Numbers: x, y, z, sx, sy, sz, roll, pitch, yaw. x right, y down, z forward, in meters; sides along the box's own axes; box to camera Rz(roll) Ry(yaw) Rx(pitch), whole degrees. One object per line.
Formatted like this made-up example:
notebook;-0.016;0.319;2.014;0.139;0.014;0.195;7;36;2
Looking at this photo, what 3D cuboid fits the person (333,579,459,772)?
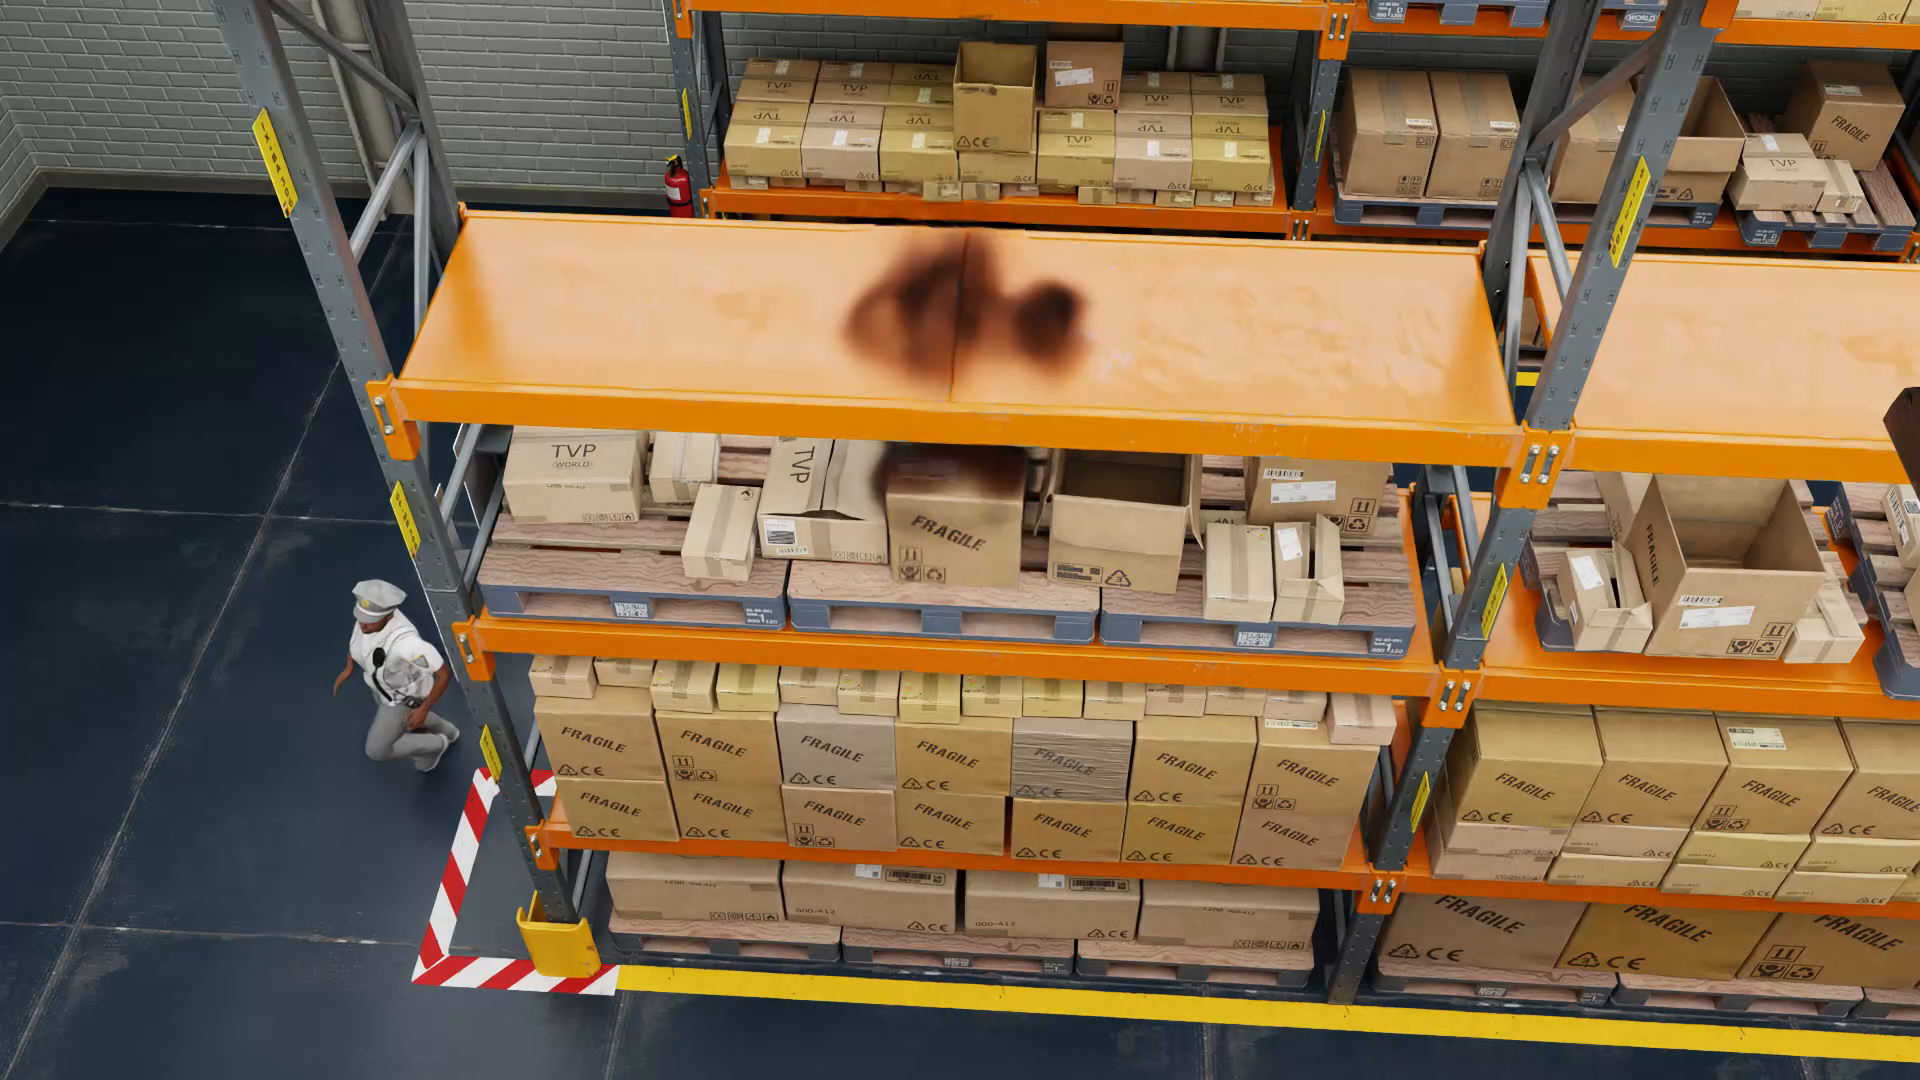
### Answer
person;-3.018;0.808;8.898;0.553;1.652;0.650;-34;56;-27
